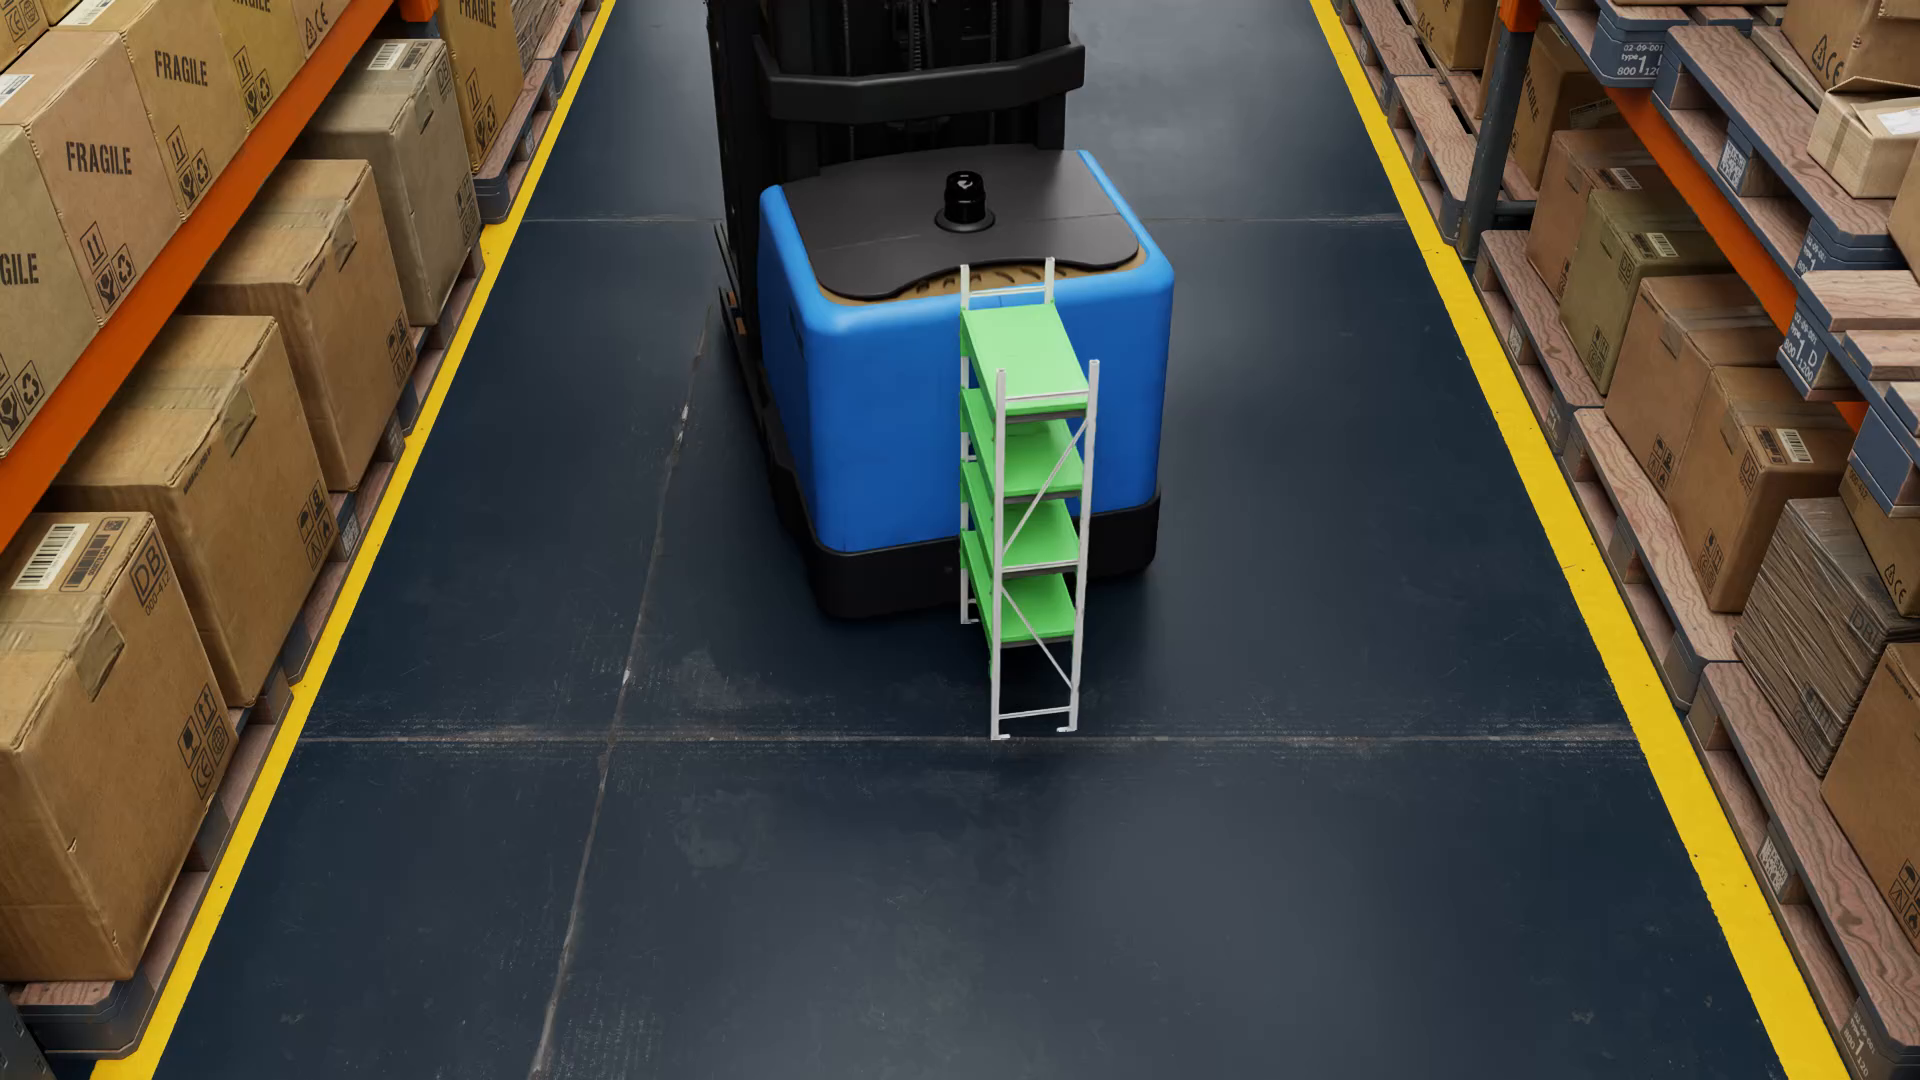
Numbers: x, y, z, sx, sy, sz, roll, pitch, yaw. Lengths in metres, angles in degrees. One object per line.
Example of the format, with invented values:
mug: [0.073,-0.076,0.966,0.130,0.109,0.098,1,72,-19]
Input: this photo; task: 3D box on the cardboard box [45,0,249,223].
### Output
cardboard box: [-2.187,-1.137,4.190,0.500,0.500,0.500,0,39,-1]

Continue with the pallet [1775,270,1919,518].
pallet: [2.399,-0.183,3.234,1.213,0.211,1.003,0,39,0]

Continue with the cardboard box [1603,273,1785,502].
cardboard box: [2.463,-0.478,5.095,0.700,0.500,0.500,-3,39,-4]

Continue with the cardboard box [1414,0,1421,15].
cardboard box: [2.497,-2.848,8.069,0.500,0.500,0.500,3,39,4]

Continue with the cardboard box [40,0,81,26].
cardboard box: [-2.450,-1.539,3.892,0.700,0.500,0.500,0,39,0]

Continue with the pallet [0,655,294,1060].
pallet: [-2.380,0.723,4.179,1.003,0.211,1.213,0,39,0]

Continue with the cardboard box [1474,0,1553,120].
cardboard box: [2.533,-2.111,7.149,0.500,0.500,0.500,12,40,14]

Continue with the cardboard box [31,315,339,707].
cardboard box: [-2.369,-0.086,4.422,1.050,0.750,0.750,1,39,1]

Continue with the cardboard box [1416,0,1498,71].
cardboard box: [2.453,-2.499,7.633,0.500,0.500,0.500,-3,39,-4]

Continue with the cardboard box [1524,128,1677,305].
cardboard box: [2.481,-1.126,5.904,0.700,0.500,0.500,-3,39,-4]

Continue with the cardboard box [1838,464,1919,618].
cardboard box: [2.464,-0.052,3.964,0.500,0.250,0.500,4,39,5]

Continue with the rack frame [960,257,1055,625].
rack frame: [0.120,-0.233,4.582,0.240,1.200,0.015,-6,39,-8]

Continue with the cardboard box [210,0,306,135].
cardboard box: [-2.190,-1.455,4.587,0.500,0.500,0.500,0,39,0]

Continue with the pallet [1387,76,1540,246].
pallet: [2.465,-1.646,7.135,1.003,0.211,1.213,0,39,0]

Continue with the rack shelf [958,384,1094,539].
rack shelf: [0.162,-0.220,4.284,0.258,0.148,0.480,-6,39,-8]

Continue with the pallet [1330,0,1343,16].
pallet: [2.462,-3.172,9.039,1.003,0.211,1.213,0,39,0]

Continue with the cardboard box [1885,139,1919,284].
cardboard box: [2.365,-0.702,3.312,0.700,0.500,0.500,5,39,7]

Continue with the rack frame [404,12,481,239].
rack frame: [-2.459,-2.374,5.813,1.000,3.000,0.127,0,39,0]

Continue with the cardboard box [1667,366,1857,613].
cardboard box: [2.464,-0.129,4.660,0.700,0.500,0.500,3,39,4]

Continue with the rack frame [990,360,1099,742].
rack frame: [0.203,0.067,4.206,0.240,1.200,0.015,-6,39,-8]

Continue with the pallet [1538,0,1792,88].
pallet: [2.357,-1.761,5.202,1.003,0.211,1.213,0,39,0]

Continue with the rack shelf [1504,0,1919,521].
rack shelf: [2.504,-0.783,4.403,1.077,0.370,4.000,0,39,0]

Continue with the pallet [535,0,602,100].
pallet: [-2.386,-2.526,8.233,1.003,0.211,1.213,0,39,0]

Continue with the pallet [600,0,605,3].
pallet: [-2.384,-3.287,9.183,1.003,0.211,1.213,0,39,0]

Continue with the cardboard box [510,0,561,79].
cardboard box: [-2.394,-2.666,7.541,0.875,0.875,0.875,0,39,0]

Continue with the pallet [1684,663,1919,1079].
pallet: [2.506,0.787,4.099,1.003,0.211,1.213,0,39,0]

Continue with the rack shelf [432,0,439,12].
rack shelf: [-2.461,-3.344,7.599,1.077,0.370,4.000,0,39,0]

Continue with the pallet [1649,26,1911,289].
pallet: [2.463,-0.976,4.222,1.003,0.211,1.213,0,39,0]

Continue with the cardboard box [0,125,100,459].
cardboard box: [-2.188,-0.510,3.408,0.500,0.500,0.500,0,39,0]

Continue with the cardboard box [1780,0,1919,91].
cardboard box: [2.596,-1.434,4.223,0.797,0.503,0.637,4,39,5]

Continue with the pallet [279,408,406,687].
pallet: [-2.378,-0.038,5.129,1.003,0.211,1.213,0,39,0]

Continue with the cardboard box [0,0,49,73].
cardboard box: [-2.449,-1.219,3.493,0.700,0.500,0.500,-1,39,-1]

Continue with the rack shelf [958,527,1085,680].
rack shelf: [0.162,0.154,4.584,0.258,0.148,0.480,-6,39,-8]

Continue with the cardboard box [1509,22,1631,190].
cardboard box: [2.541,-1.753,6.702,0.500,0.500,0.500,-1,39,-1]

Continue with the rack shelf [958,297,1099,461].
rack shelf: [0.162,-0.408,4.134,0.258,0.148,0.480,-6,39,-8]

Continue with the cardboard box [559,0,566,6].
cardboard box: [-2.393,-3.236,8.252,0.875,0.875,0.875,-1,39,-1]

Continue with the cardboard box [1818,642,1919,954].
cardboard box: [2.485,0.572,3.785,0.700,0.500,0.500,-2,39,-2]

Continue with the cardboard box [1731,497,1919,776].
cardboard box: [2.472,0.225,4.217,0.700,0.500,0.500,-3,39,-4]

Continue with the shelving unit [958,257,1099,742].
shelving unit: [0.162,-0.083,4.394,0.258,1.200,0.503,-6,39,-8]

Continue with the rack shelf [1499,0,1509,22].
rack shelf: [2.499,-3.284,7.525,1.077,0.370,4.000,0,39,0]

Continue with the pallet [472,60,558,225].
pallet: [-2.381,-1.761,7.279,1.003,0.211,1.213,0,39,0]

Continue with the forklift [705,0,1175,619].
forklift: [-0.267,-1.842,5.204,1.130,2.935,3.031,-9,40,-11]

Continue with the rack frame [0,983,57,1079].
rack frame: [-2.451,0.128,2.692,0.949,2.616,0.053,0,39,0]

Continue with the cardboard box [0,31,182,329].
cardboard box: [-2.188,-0.826,3.802,0.500,0.500,0.500,0,39,0]

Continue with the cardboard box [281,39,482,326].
cardboard box: [-2.368,-1.272,5.901,1.050,0.750,0.750,0,39,0]

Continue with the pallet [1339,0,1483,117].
pallet: [2.461,-2.411,8.090,1.003,0.211,1.213,0,39,0]

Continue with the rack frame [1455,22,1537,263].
rack frame: [2.501,-2.314,5.739,1.000,3.000,0.127,0,39,0]

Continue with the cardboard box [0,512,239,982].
cardboard box: [-2.365,0.461,3.740,1.050,0.750,0.750,-1,39,-1]

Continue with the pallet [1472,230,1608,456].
pallet: [2.504,-0.739,6.004,1.003,0.211,1.213,0,39,0]

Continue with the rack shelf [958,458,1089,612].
rack shelf: [0.162,-0.033,4.434,0.258,0.148,0.480,-6,39,-8]

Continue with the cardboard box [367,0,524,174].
cardboard box: [-2.390,-2.102,6.837,0.875,0.875,0.875,1,39,1]

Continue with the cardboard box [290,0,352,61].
cardboard box: [-2.190,-1.771,4.981,0.500,0.500,0.500,0,39,-1]

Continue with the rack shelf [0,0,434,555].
rack shelf: [-2.456,-0.842,4.478,1.077,0.370,4.000,0,39,0]

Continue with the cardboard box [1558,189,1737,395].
cardboard box: [2.462,-0.828,5.532,0.700,0.500,0.500,0,39,0]

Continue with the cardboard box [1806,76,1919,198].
cardboard box: [2.234,-0.967,3.829,0.396,0.266,0.258,-1,39,-1]

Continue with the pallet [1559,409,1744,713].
pallet: [2.508,0.026,5.049,1.003,0.211,1.213,0,39,0]

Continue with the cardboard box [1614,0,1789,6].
cardboard box: [2.362,-2.215,4.800,1.000,1.000,1.000,0,39,0]

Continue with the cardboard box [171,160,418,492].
cardboard box: [-2.371,-0.668,5.149,1.050,0.750,0.750,0,39,0]

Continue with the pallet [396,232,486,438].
pallet: [-2.383,-0.803,6.083,1.003,0.211,1.213,0,39,0]
